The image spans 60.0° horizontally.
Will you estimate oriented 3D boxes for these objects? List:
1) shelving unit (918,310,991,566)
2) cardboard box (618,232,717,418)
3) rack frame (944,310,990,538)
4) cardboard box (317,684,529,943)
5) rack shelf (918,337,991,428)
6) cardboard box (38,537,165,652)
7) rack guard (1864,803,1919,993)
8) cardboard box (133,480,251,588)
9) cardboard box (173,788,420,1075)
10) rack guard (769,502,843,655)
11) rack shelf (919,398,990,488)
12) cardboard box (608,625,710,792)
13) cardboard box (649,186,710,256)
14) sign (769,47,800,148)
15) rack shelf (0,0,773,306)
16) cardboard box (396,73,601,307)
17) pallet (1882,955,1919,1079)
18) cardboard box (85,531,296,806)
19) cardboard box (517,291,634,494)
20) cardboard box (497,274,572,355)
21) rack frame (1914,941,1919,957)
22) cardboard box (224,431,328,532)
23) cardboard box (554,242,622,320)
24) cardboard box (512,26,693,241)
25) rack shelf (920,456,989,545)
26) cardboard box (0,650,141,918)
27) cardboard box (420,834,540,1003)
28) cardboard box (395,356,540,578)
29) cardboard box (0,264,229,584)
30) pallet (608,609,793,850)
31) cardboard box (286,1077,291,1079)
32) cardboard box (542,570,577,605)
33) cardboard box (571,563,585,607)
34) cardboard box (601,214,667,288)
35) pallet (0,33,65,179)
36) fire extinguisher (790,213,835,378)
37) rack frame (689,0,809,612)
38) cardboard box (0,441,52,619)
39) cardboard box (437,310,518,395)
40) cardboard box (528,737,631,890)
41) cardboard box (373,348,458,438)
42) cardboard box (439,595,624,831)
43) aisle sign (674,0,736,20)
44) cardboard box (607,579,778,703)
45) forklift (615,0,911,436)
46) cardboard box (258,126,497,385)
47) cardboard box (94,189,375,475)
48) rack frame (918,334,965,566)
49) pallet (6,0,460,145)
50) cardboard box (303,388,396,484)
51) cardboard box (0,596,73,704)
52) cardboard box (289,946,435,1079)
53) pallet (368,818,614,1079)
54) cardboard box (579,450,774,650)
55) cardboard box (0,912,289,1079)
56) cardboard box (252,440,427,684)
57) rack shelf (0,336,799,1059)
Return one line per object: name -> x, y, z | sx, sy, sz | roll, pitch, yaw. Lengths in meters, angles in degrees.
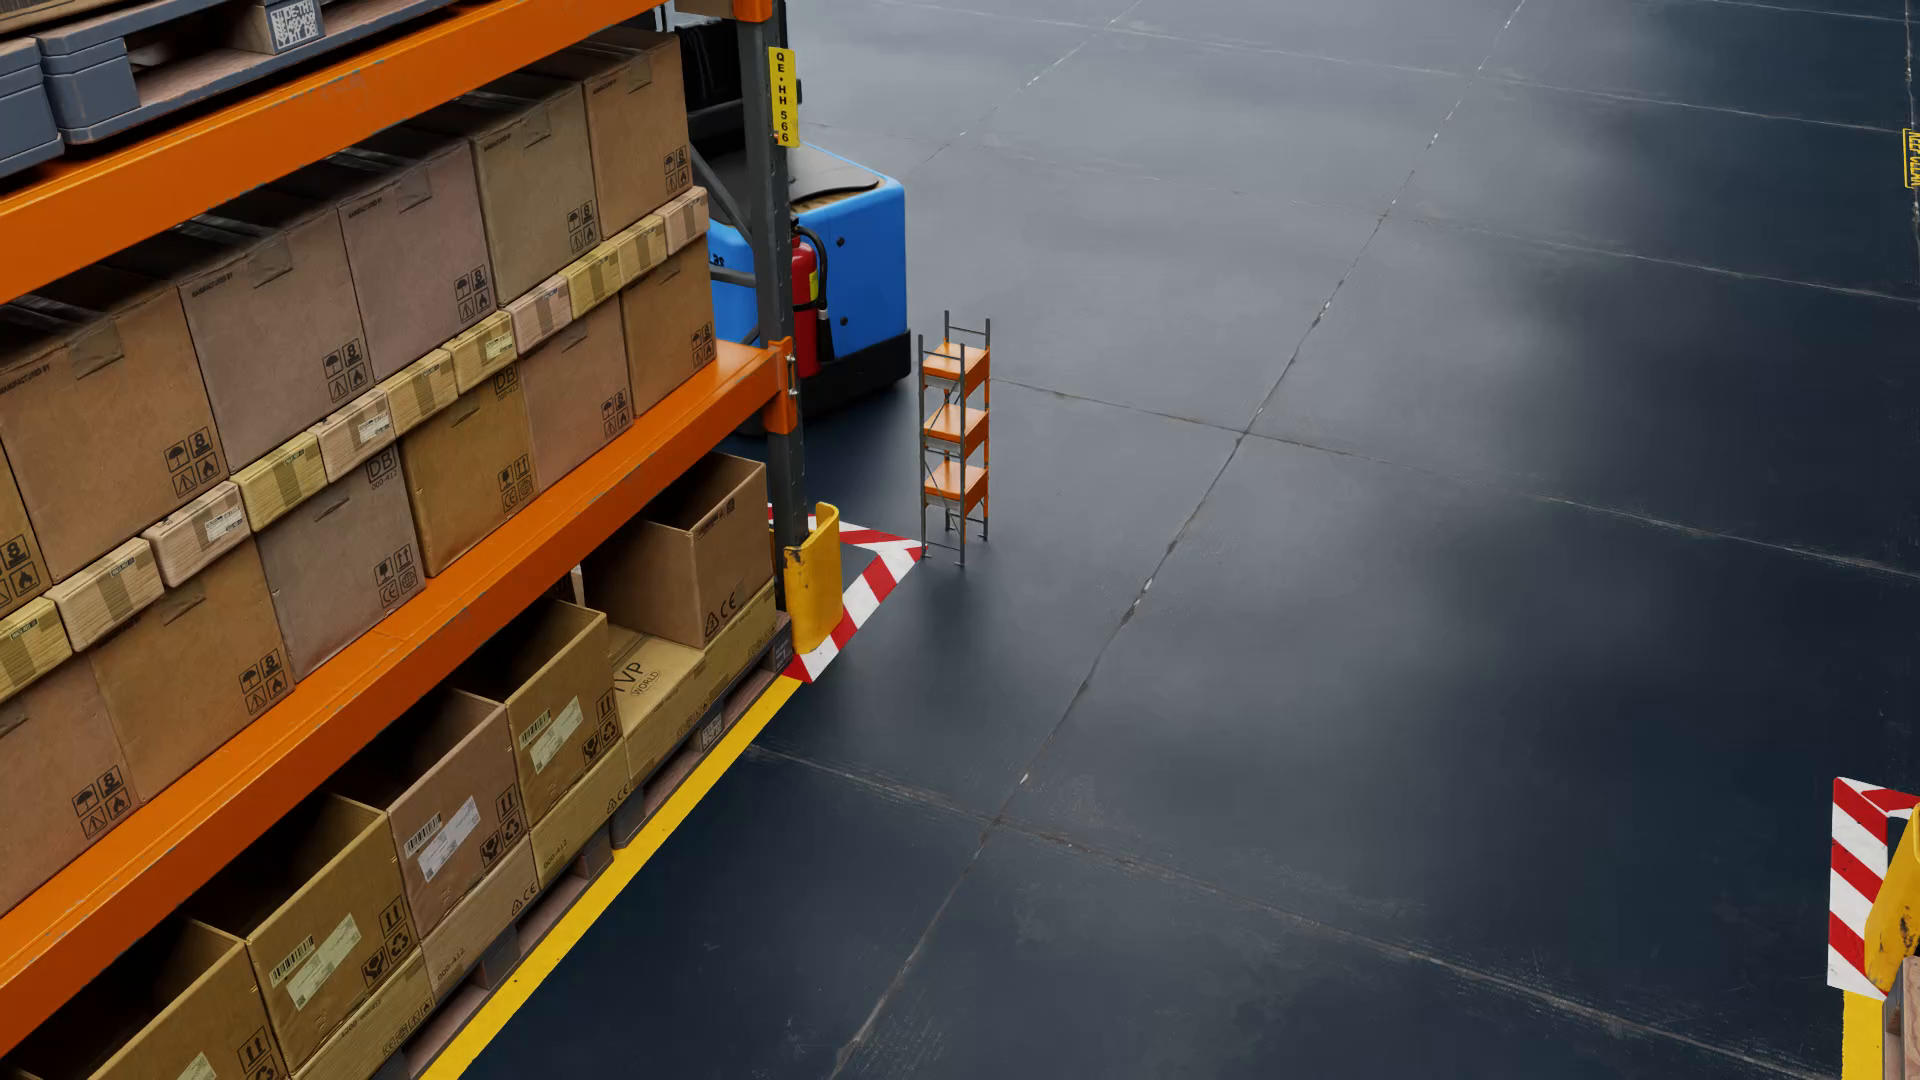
shelving unit -> -0.022, -0.413, 6.922 | 0.215, 1.050, 0.252 | 14, 36, 20
cardboard box -> -1.273, -0.810, 5.659 | 0.700, 0.500, 0.500 | 14, 36, 20
rack frame -> 0.029, -0.473, 7.014 | 0.200, 1.050, 0.008 | 14, 36, 20
cardboard box -> -1.636, 0.748, 4.814 | 0.500, 0.500, 0.500 | 14, 36, 20
rack shelf -> -0.022, -0.641, 6.772 | 0.215, 0.259, 0.240 | 14, 36, 20
cardboard box -> -2.025, 0.083, 3.706 | 0.380, 0.149, 0.250 | 13, 35, 19
rack guard -> 3.403, 1.220, 4.934 | 1.175, 0.500, 0.348 | 14, 36, 20
cardboard box -> -1.916, -0.051, 3.909 | 0.380, 0.149, 0.250 | 13, 35, 19
cardboard box -> -1.843, 0.998, 4.434 | 0.500, 0.500, 0.500 | 14, 36, 20
rack guard -> -1.056, 0.035, 6.740 | 1.175, 0.500, 0.348 | 14, 36, 20
rack shelf -> -0.022, -0.404, 6.927 | 0.215, 0.259, 0.240 | 14, 36, 20
cardboard box -> -1.221, 0.563, 5.781 | 0.500, 0.250, 0.500 | 14, 36, 20
cardboard box -> -1.053, -1.077, 5.474 | 0.380, 0.149, 0.250 | 14, 36, 20
sign -> -0.579, -1.450, 5.454 | 0.100, 0.325, 0.005 | 14, 36, 20
rack shelf -> -1.903, -0.955, 3.892 | 1.077, 0.370, 4.000 | 14, 36, 20
cardboard box -> -1.511, -1.063, 4.862 | 0.700, 0.500, 0.500 | 13, 36, 19
pallet -> 3.031, 1.737, 4.408 | 1.003, 0.211, 1.213 | 14, 36, 20
cardboard box -> -2.132, 0.217, 4.093 | 0.700, 0.500, 0.500 | 15, 36, 21
cardboard box -> -1.489, -0.548, 5.258 | 0.700, 0.500, 0.500 | 15, 36, 22
cardboard box -> -1.376, -0.694, 4.890 | 0.380, 0.149, 0.250 | 15, 36, 21
rack frame -> 3.434, 0.137, 4.306 | 1.000, 3.000, 0.127 | 14, 36, 20
cardboard box -> -1.807, -0.181, 4.107 | 0.380, 0.149, 0.250 | 14, 36, 20
cardboard box -> -1.268, -0.819, 5.081 | 0.380, 0.149, 0.250 | 14, 36, 20
cardboard box -> -1.296, -1.326, 5.263 | 0.700, 0.500, 0.500 | 14, 36, 21
rack shelf -> -0.022, -0.171, 7.080 | 0.215, 0.259, 0.240 | 14, 36, 20
cardboard box -> -2.345, 0.466, 3.713 | 0.700, 0.500, 0.500 | 14, 36, 20
cardboard box -> -1.639, 1.061, 5.021 | 0.500, 0.250, 0.500 | 14, 36, 20
cardboard box -> -1.702, -0.302, 4.883 | 0.700, 0.500, 0.500 | 14, 36, 21
cardboard box -> -2.140, -0.314, 3.719 | 0.700, 0.500, 0.500 | 14, 36, 20
pallet -> -1.348, 0.559, 6.205 | 1.003, 0.211, 1.213 | 14, 36, 20
cardboard box -> -2.057, 1.559, 4.261 | 0.500, 0.250, 0.500 | 14, 36, 20
cardboard box -> -1.700, 0.128, 5.760 | 0.500, 0.500, 0.500 | 14, 36, 20
cardboard box -> -1.493, 0.192, 6.346 | 0.500, 0.250, 0.500 | 14, 36, 20
cardboard box -> -1.162, -0.946, 5.275 | 0.380, 0.149, 0.250 | 15, 36, 22
pallet -> -2.407, -0.654, 2.857 | 1.003, 0.211, 1.213 | 14, 36, 20
fire extinguisher -> -0.595, -0.918, 5.985 | 0.296, 0.674, 0.183 | 14, 36, 20
rack frame -> -1.066, -0.998, 6.036 | 1.000, 3.000, 0.127 | 14, 36, 20
cardboard box -> -2.350, -0.064, 3.339 | 0.700, 0.500, 0.500 | 14, 36, 20
cardboard box -> -1.485, -0.563, 4.691 | 0.380, 0.149, 0.250 | 15, 36, 22
cardboard box -> -1.428, 0.812, 5.400 | 0.500, 0.250, 0.500 | 14, 36, 20
cardboard box -> -1.594, -0.432, 4.490 | 0.380, 0.149, 0.250 | 15, 36, 22
cardboard box -> -1.426, 0.499, 5.193 | 0.500, 0.500, 0.500 | 14, 36, 20
aisle sign -> -0.772, -2.050, 5.271 | 0.394, 0.787, 0.004 | 14, 36, 20
cardboard box -> -1.022, 0.311, 6.164 | 0.500, 0.250, 0.500 | 14, 36, 20
forklift -> -1.609, -2.442, 8.302 | 1.130, 2.935, 3.031 | -26, 42, -34
cardboard box -> -1.721, -0.812, 4.478 | 0.700, 0.500, 0.500 | 14, 36, 21
cardboard box -> -1.930, -0.562, 4.098 | 0.700, 0.500, 0.500 | 14, 36, 21
rack frame -> -0.073, -0.352, 6.829 | 0.200, 1.050, 0.008 | 14, 36, 20
pallet -> -1.895, -1.259, 3.780 | 1.003, 0.211, 1.213 | 14, 36, 20
cardboard box -> -1.700, -0.304, 4.295 | 0.380, 0.149, 0.250 | 14, 36, 20
cardboard box -> -2.132, 0.207, 3.516 | 0.380, 0.149, 0.250 | 14, 36, 20
cardboard box -> -1.843, 1.311, 4.639 | 0.500, 0.250, 0.500 | 14, 36, 20
pallet -> -1.860, 1.164, 5.282 | 1.003, 0.211, 1.213 | 14, 36, 20
cardboard box -> -1.021, -0.002, 5.958 | 0.500, 0.500, 0.500 | 14, 36, 20
cardboard box -> -2.060, 1.245, 4.057 | 0.500, 0.500, 0.500 | 14, 36, 20
cardboard box -> -1.919, -0.039, 4.482 | 0.700, 0.500, 0.500 | 15, 36, 22
rack shelf -> -1.903, 0.299, 4.715 | 1.077, 0.370, 4.000 | 14, 36, 20
